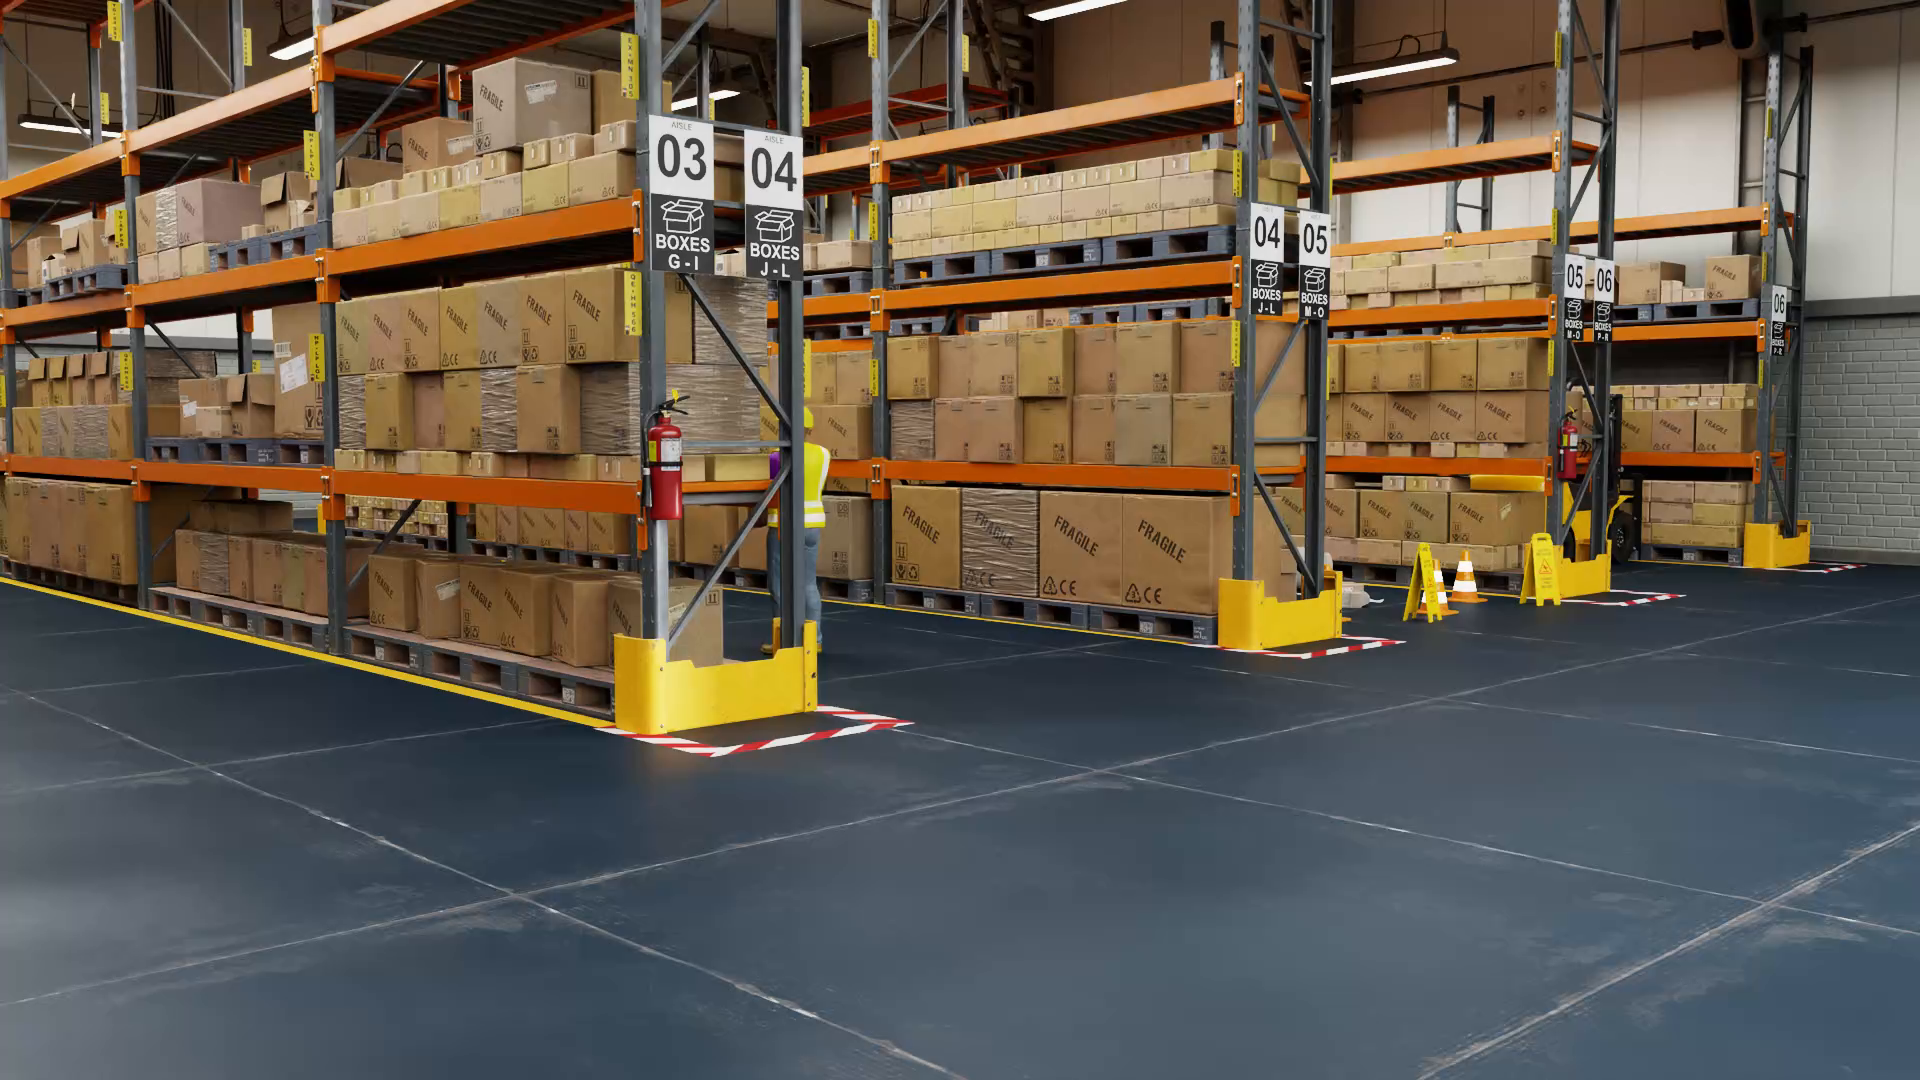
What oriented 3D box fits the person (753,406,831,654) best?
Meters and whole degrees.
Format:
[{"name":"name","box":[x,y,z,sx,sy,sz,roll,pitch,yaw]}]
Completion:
[{"name":"person","box":[-1.233,-0.076,11.772,0.502,1.761,0.577,-4,5,-43]}]
